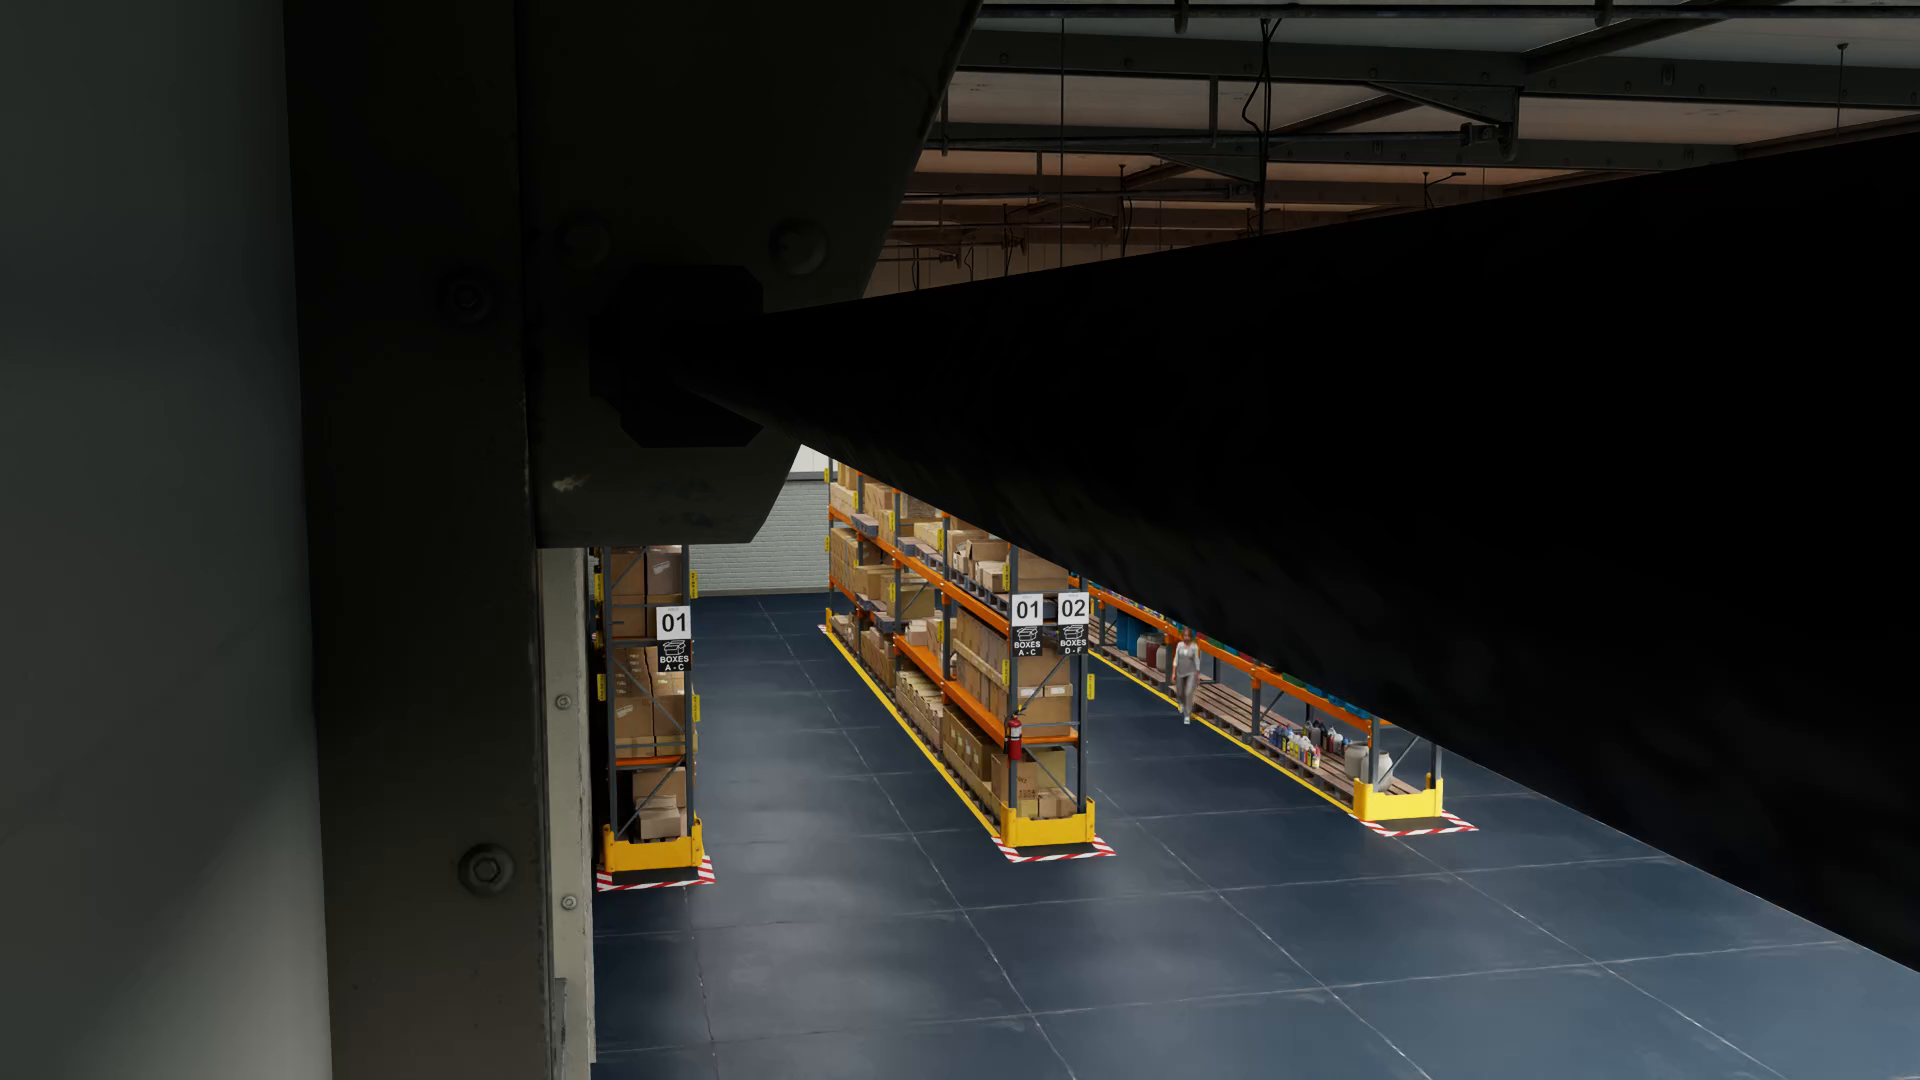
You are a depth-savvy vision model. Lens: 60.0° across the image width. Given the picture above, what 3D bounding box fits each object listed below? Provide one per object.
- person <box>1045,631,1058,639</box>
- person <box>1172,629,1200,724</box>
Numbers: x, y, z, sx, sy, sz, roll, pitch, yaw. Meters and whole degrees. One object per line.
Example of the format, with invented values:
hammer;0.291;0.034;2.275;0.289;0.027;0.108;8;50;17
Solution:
person;1.721;1.862;30.959;0.473;1.582;1.053;-3;7;-22
person;3.794;2.240;27.830;0.449;1.551;0.876;2;7;14
